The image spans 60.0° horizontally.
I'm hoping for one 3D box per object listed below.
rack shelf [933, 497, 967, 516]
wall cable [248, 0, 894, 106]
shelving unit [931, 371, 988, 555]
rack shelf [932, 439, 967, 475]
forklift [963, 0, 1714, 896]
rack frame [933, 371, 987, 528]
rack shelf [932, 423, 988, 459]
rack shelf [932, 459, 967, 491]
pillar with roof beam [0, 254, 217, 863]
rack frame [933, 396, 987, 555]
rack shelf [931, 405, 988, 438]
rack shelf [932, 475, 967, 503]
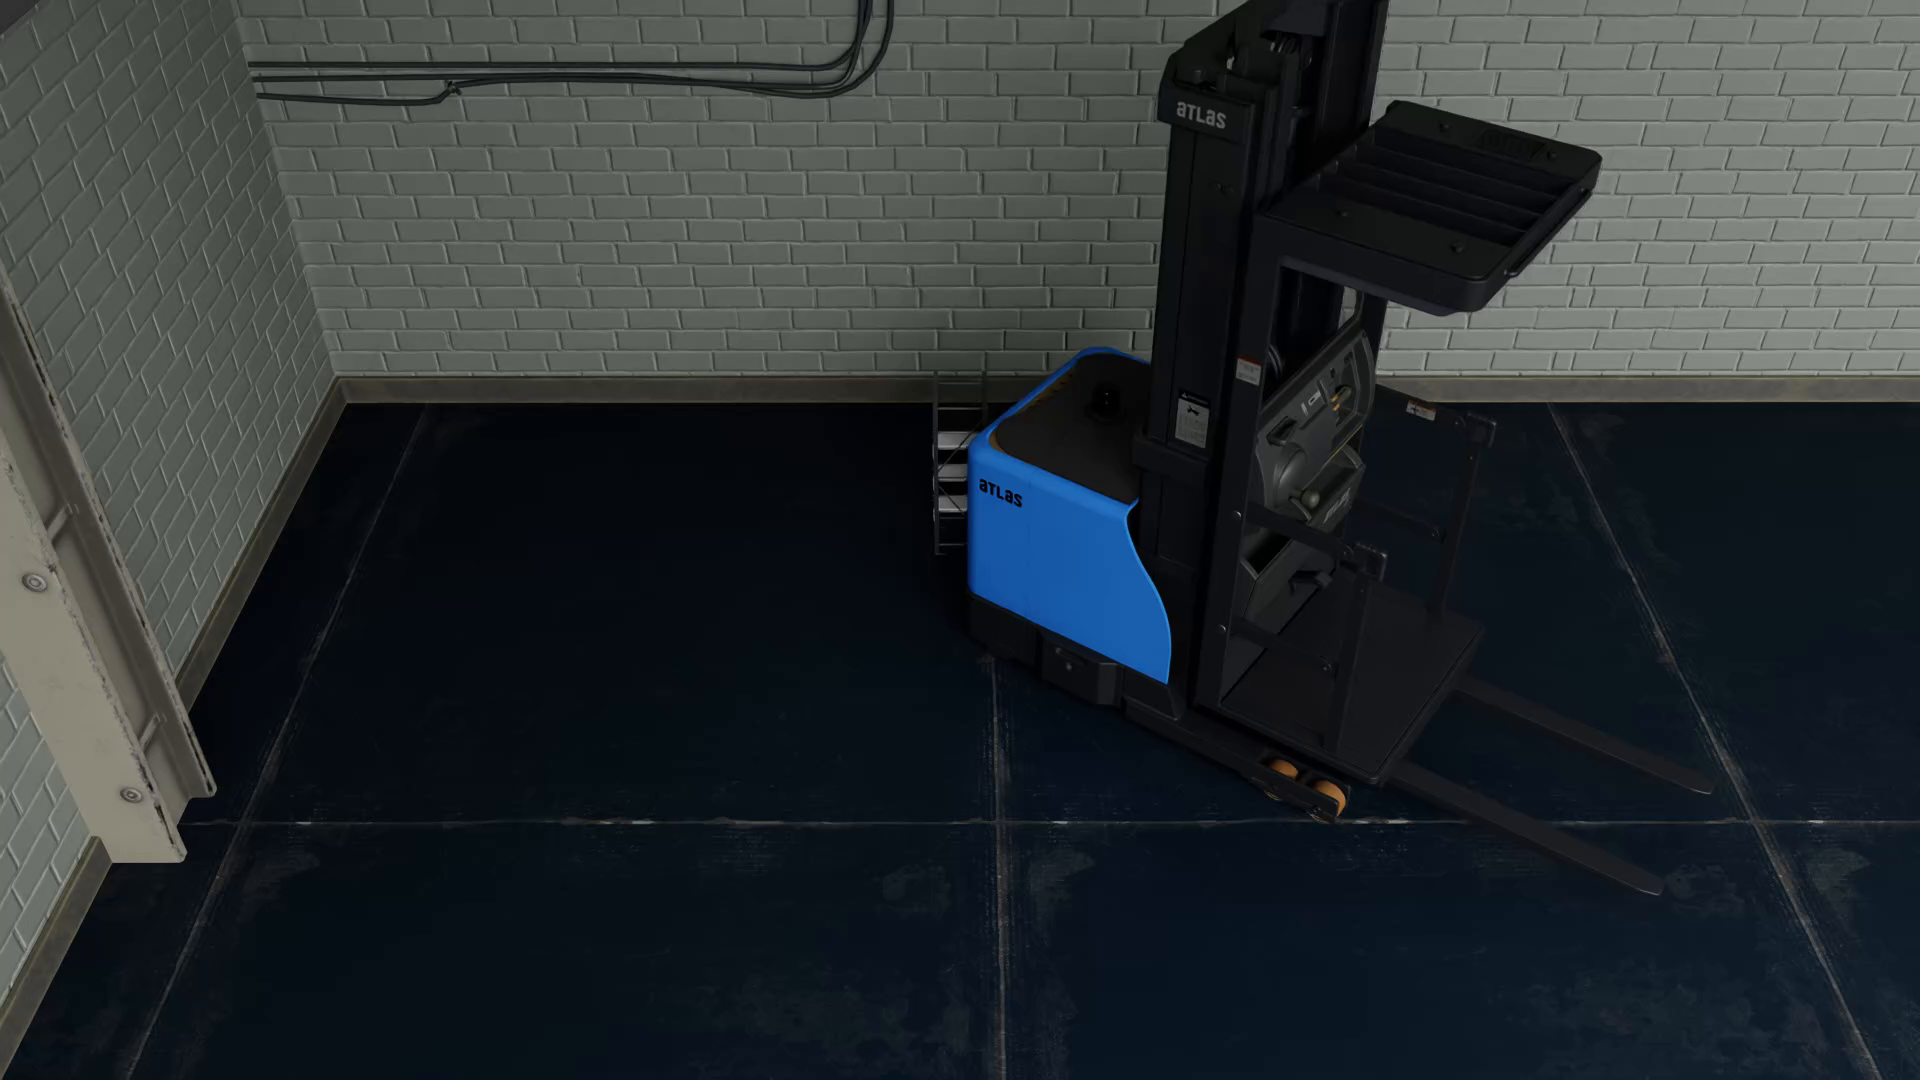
[{"bbox_3d":[0.000,-0.180,7.841,0.258,0.077,0.200,0,39,0],"label":"rack shelf"},{"bbox_3d":[-1.846,-3.019,7.050,3.097,2.526,0.112,0,39,0],"label":"wall cable"},{"bbox_3d":[0.000,-0.346,7.708,0.258,0.900,0.210,0,39,0],"label":"shelving unit"},{"bbox_3d":[0.000,-0.390,7.672,0.258,0.077,0.200,0,39,0],"label":"rack shelf"},{"bbox_3d":[1.506,-0.405,6.157,3.031,2.935,1.130,24,45,27],"label":"forklift"},{"bbox_3d":[0.000,-0.410,7.787,0.240,0.900,0.006,0,39,0],"label":"rack frame"},{"bbox_3d":[0.000,-0.461,7.616,0.258,0.077,0.200,0,39,0],"label":"rack shelf"},{"bbox_3d":[0.000,-0.320,7.729,0.258,0.077,0.200,0,39,0],"label":"rack shelf"},{"bbox_3d":[1.140,-2.391,3.783,9.100,9.000,0.400,0,39,0],"label":"pillar with roof beam"},{"bbox_3d":[0.000,-0.282,7.628,0.240,0.900,0.006,0,39,0],"label":"rack frame"},{"bbox_3d":[0.000,-0.531,7.560,0.258,0.077,0.200,0,39,0],"label":"rack shelf"},{"bbox_3d":[0.000,-0.250,7.785,0.258,0.077,0.200,0,39,0],"label":"rack shelf"}]
